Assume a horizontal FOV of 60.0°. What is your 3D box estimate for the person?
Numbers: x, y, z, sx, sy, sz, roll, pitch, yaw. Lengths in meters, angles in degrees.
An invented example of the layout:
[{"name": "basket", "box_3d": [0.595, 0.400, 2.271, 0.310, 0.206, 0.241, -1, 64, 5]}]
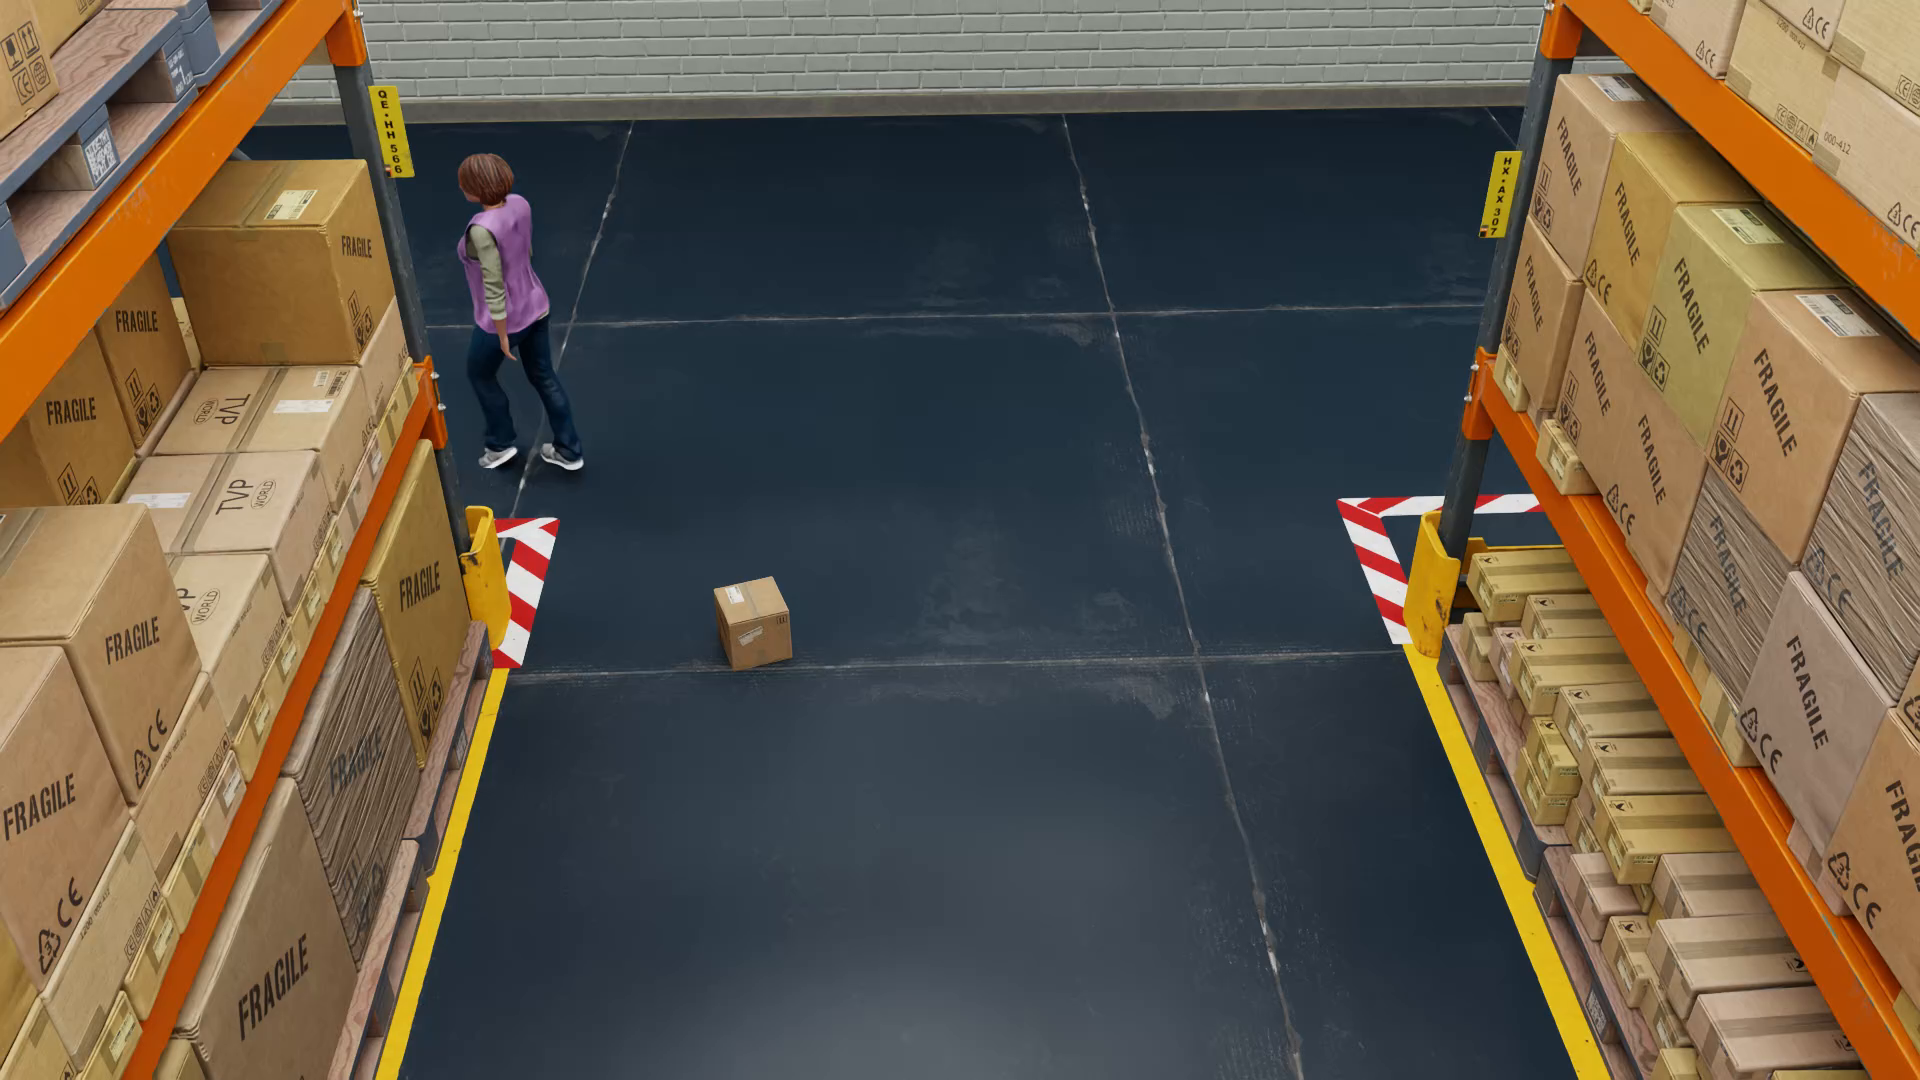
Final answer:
[{"name": "person", "box_3d": [-2.048, -0.995, 7.557, 0.572, 1.651, 0.458, 15, 39, 20]}]
